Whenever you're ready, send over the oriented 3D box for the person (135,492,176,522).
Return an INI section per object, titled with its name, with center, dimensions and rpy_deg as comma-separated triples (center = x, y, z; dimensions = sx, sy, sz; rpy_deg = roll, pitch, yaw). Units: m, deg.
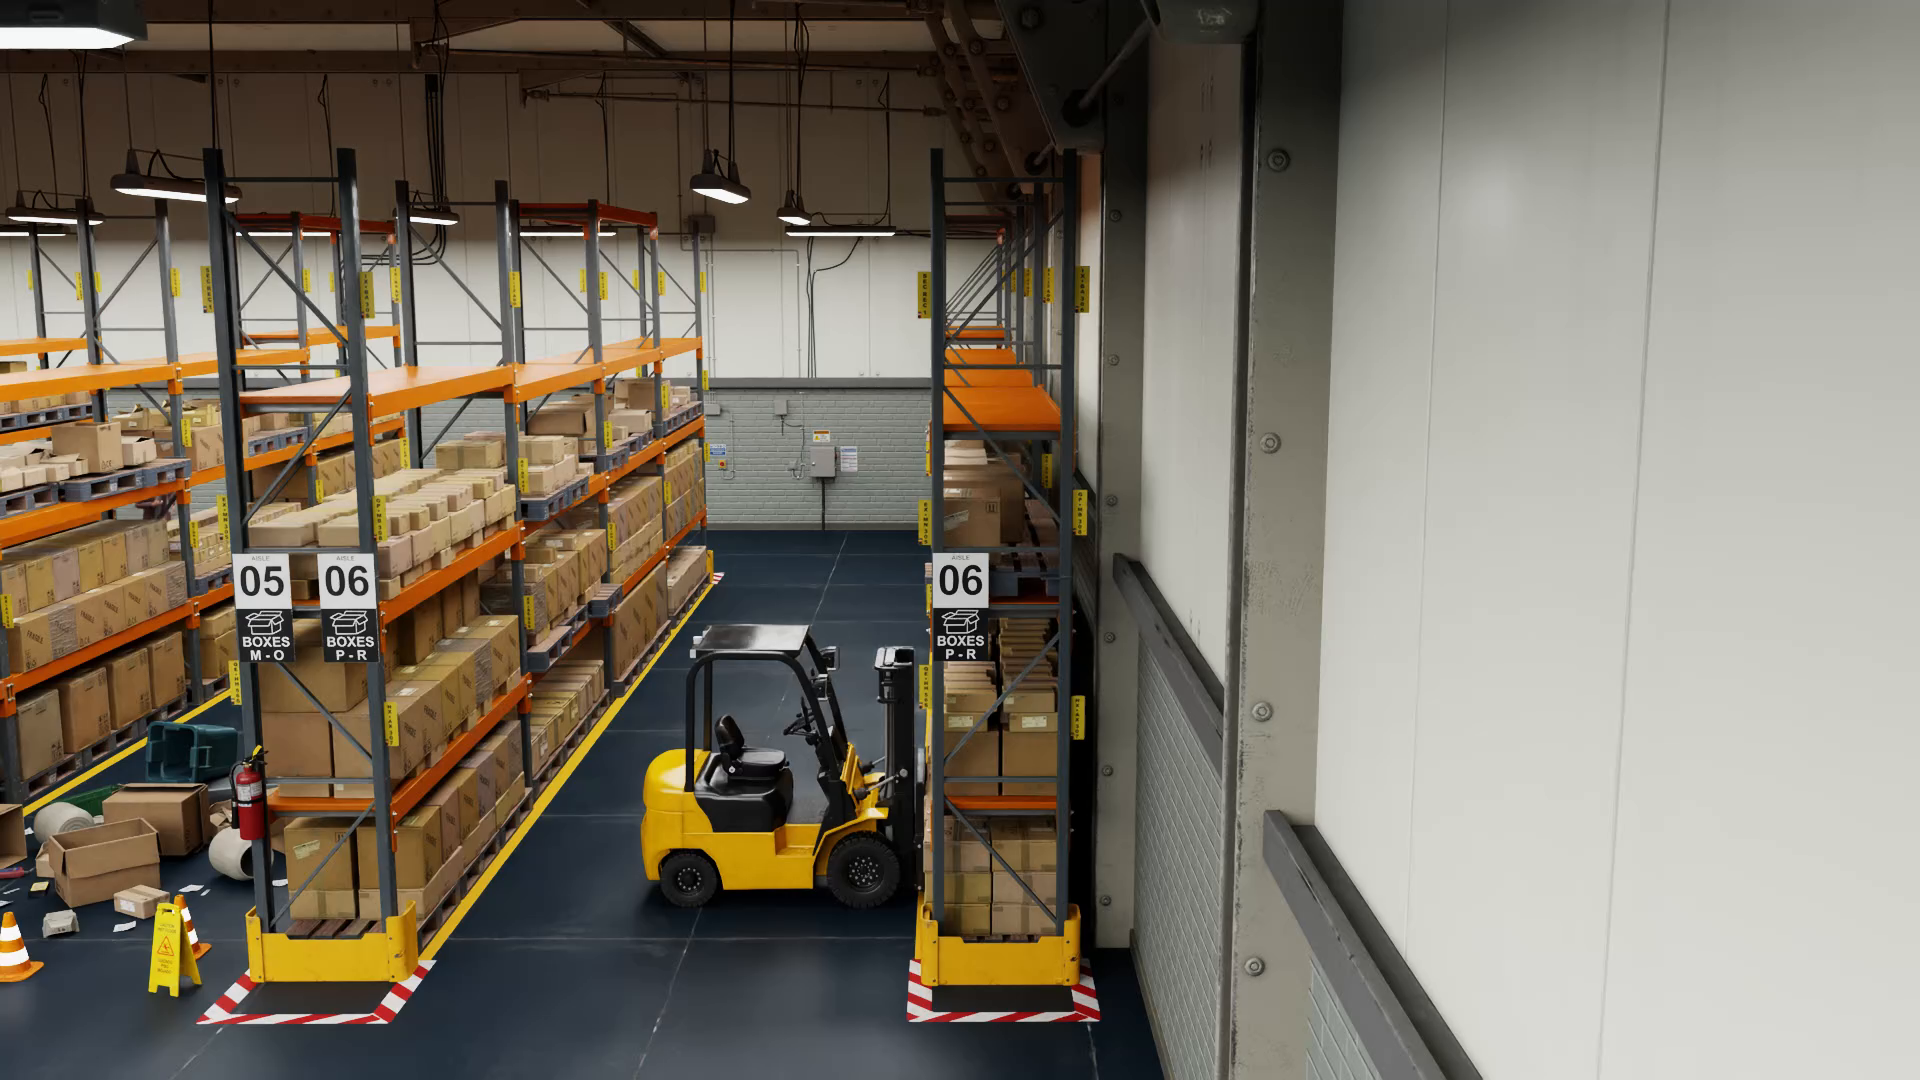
[person]
center = -14.009, -0.323, 28.987
dimensions = 0.693, 1.851, 0.878
rpy_deg = -6, 11, -35
